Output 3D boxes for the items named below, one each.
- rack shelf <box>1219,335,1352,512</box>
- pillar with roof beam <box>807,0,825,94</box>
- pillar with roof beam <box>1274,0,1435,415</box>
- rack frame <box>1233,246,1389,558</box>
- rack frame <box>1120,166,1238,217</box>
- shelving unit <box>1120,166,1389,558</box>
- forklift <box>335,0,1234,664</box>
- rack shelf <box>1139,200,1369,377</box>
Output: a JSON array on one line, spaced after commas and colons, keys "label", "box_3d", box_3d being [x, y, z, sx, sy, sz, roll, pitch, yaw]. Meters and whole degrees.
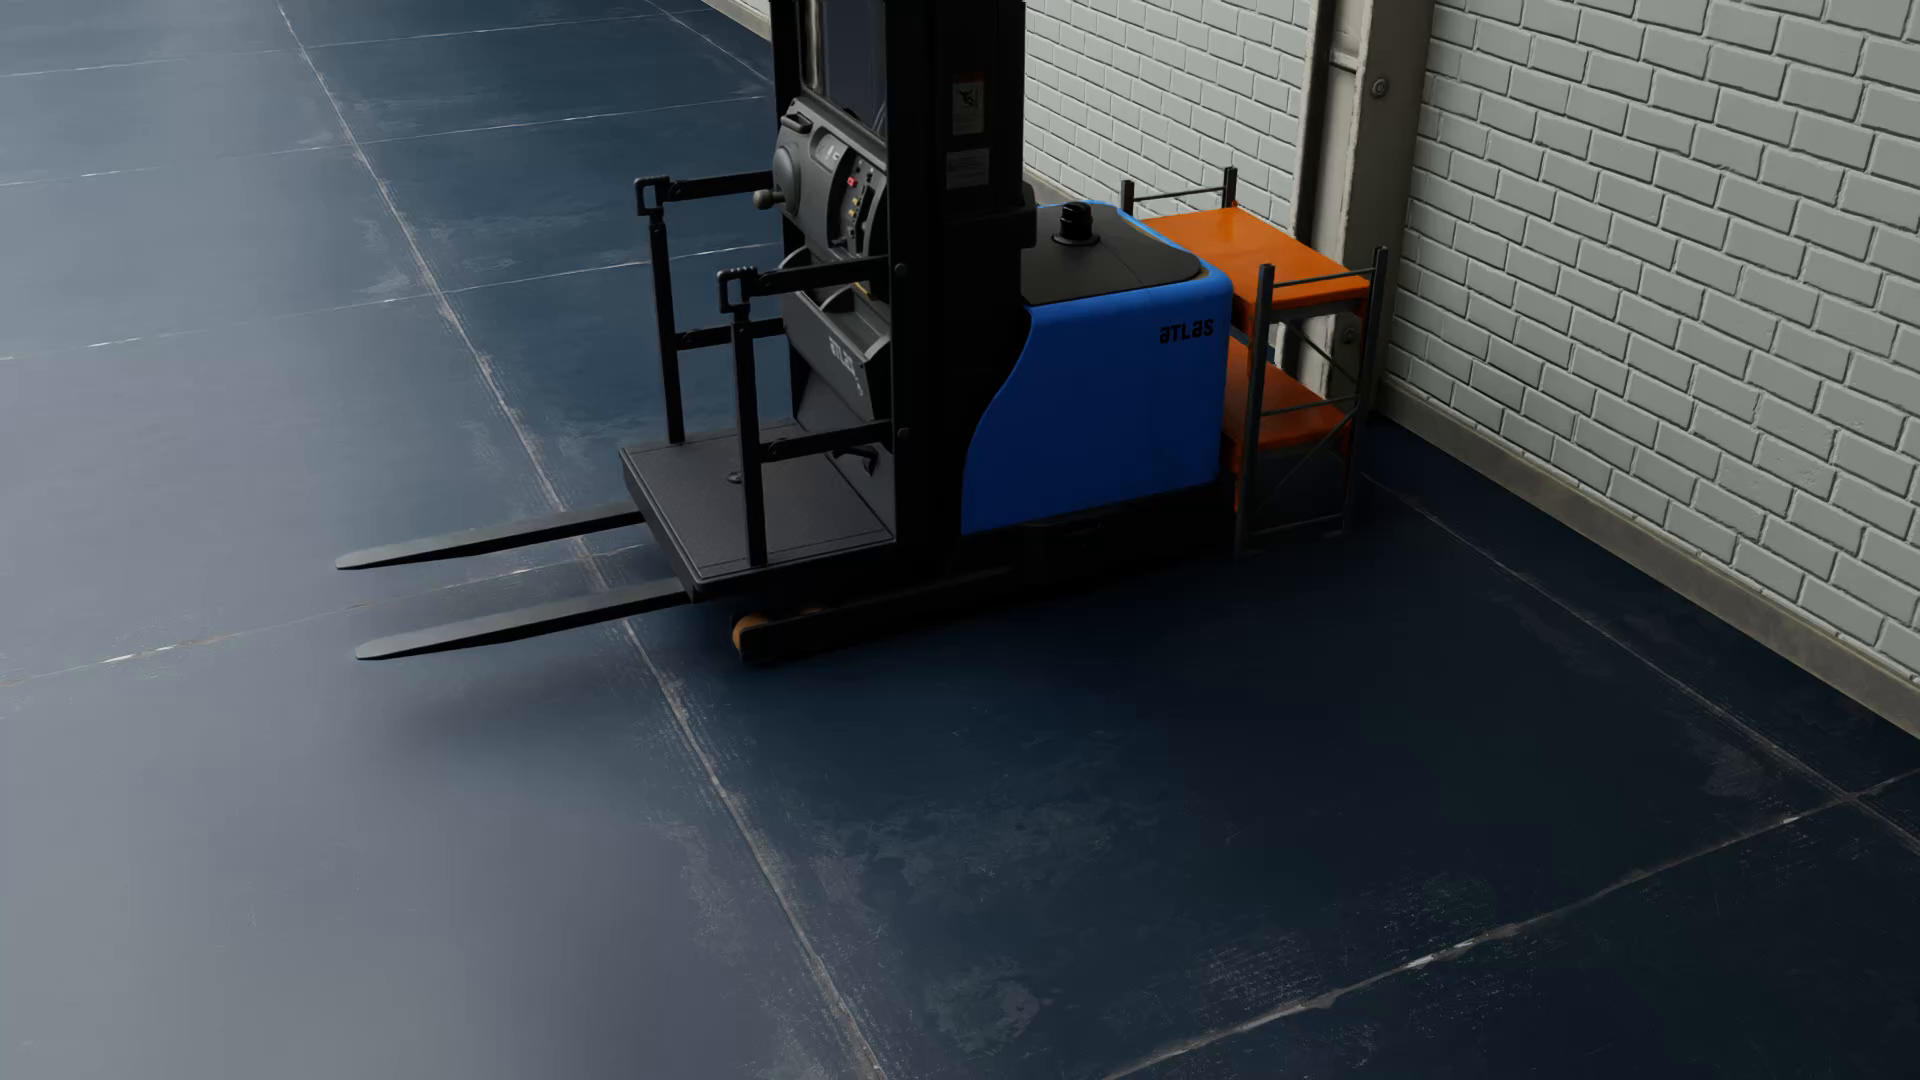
[{"label": "rack shelf", "box_3d": [1.053, -0.495, 6.482, 0.538, 0.278, 1.000, -11, 31, -19]}, {"label": "pillar with roof beam", "box_3d": [-4.842, -6.307, 8.296, 9.100, 9.000, 0.400, -13, 32, -22]}, {"label": "pillar with roof beam", "box_3d": [-2.266, -3.656, 3.570, 9.100, 9.000, 0.400, -13, 32, -22]}, {"label": "rack frame", "box_3d": [1.247, -0.478, 5.952, 0.500, 1.125, 0.032, -11, 31, -19]}, {"label": "rack frame", "box_3d": [0.860, -0.938, 6.772, 0.500, 1.125, 0.032, -11, 31, -19]}, {"label": "shelving unit", "box_3d": [1.053, -0.708, 6.362, 0.538, 1.125, 1.048, -11, 31, -19]}, {"label": "forklift", "box_3d": [-0.612, -1.162, 5.326, 3.031, 2.935, 1.130, -12, 31, -21]}, {"label": "rack shelf", "box_3d": [1.053, -0.963, 6.219, 0.538, 0.278, 1.000, -11, 31, -19]}]
